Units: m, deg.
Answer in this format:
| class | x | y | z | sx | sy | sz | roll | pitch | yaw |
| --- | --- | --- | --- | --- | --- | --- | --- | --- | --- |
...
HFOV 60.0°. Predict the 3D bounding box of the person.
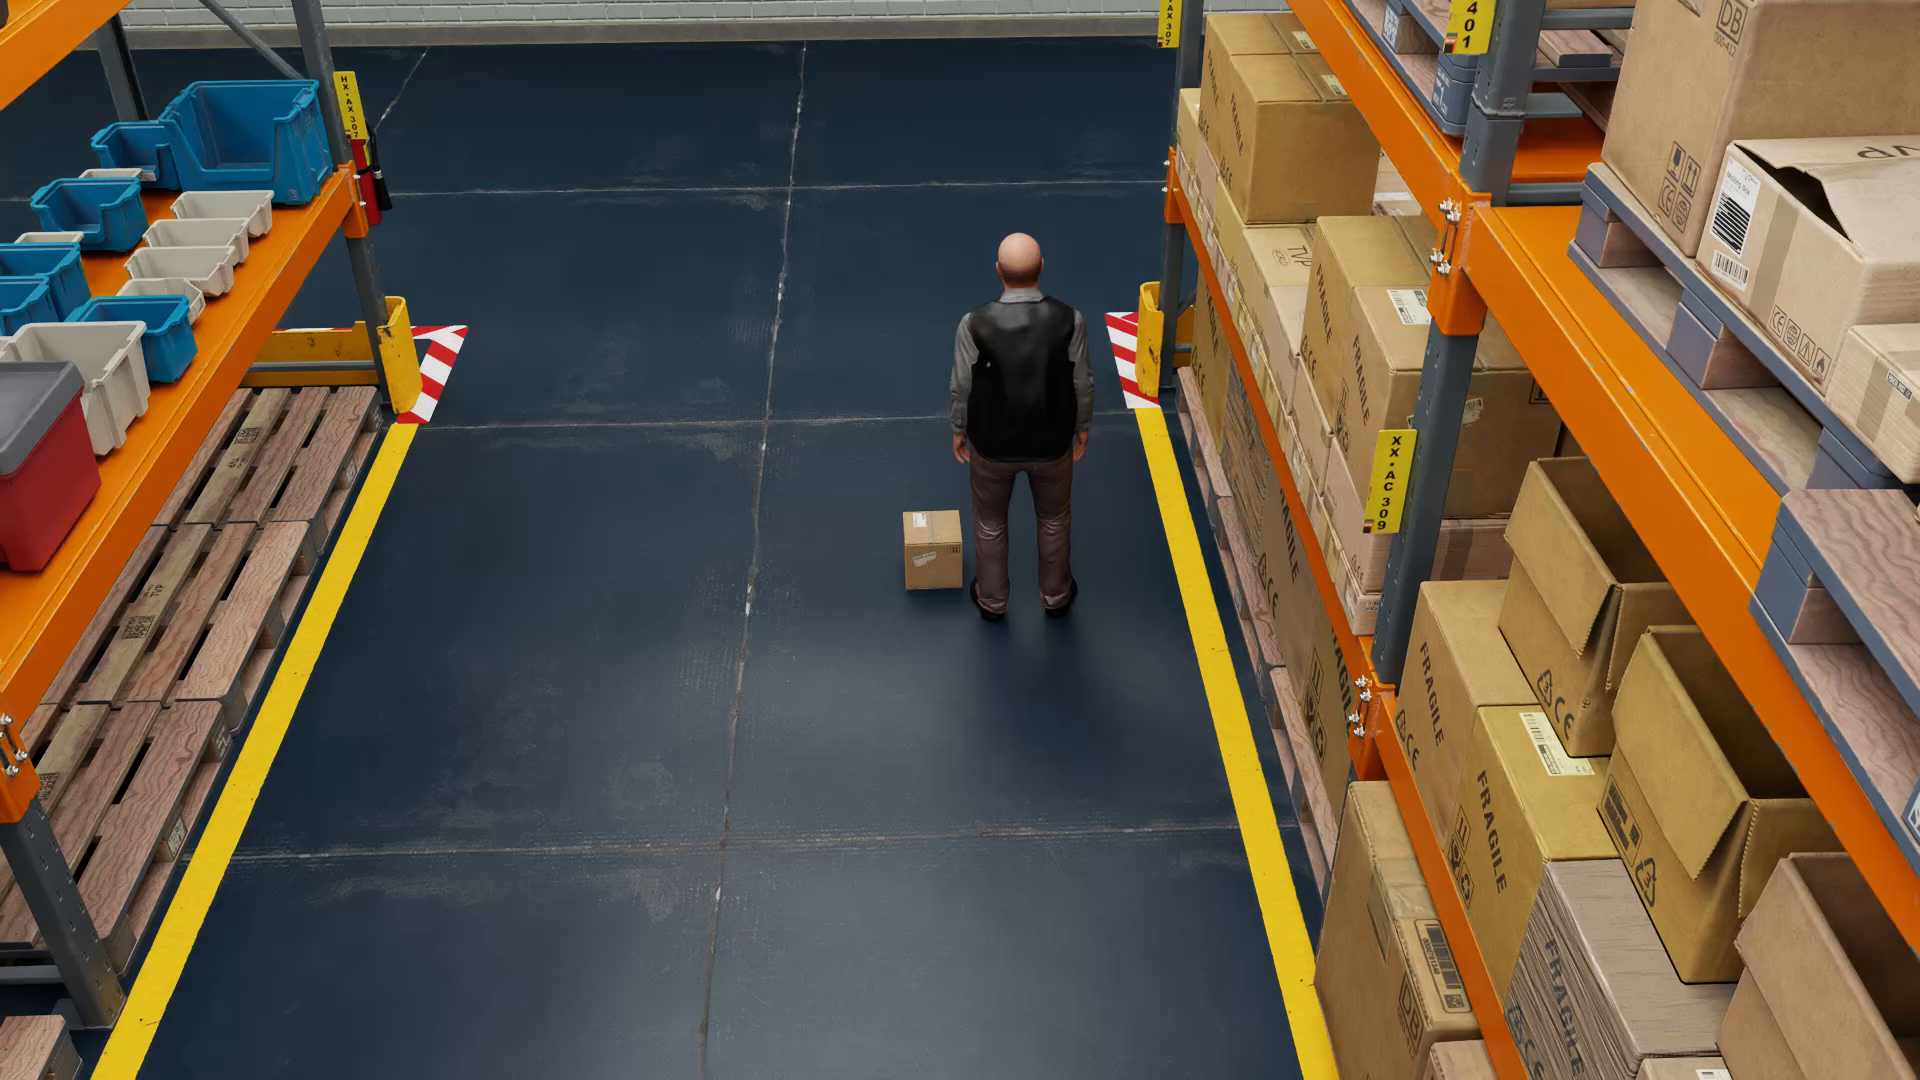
| class | x | y | z | sx | sy | sz | roll | pitch | yaw |
| --- | --- | --- | --- | --- | --- | --- | --- | --- | --- |
| person | 0.248 | -0.366 | 6.779 | 0.580 | 1.617 | 0.421 | -1 | 35 | -2 |
